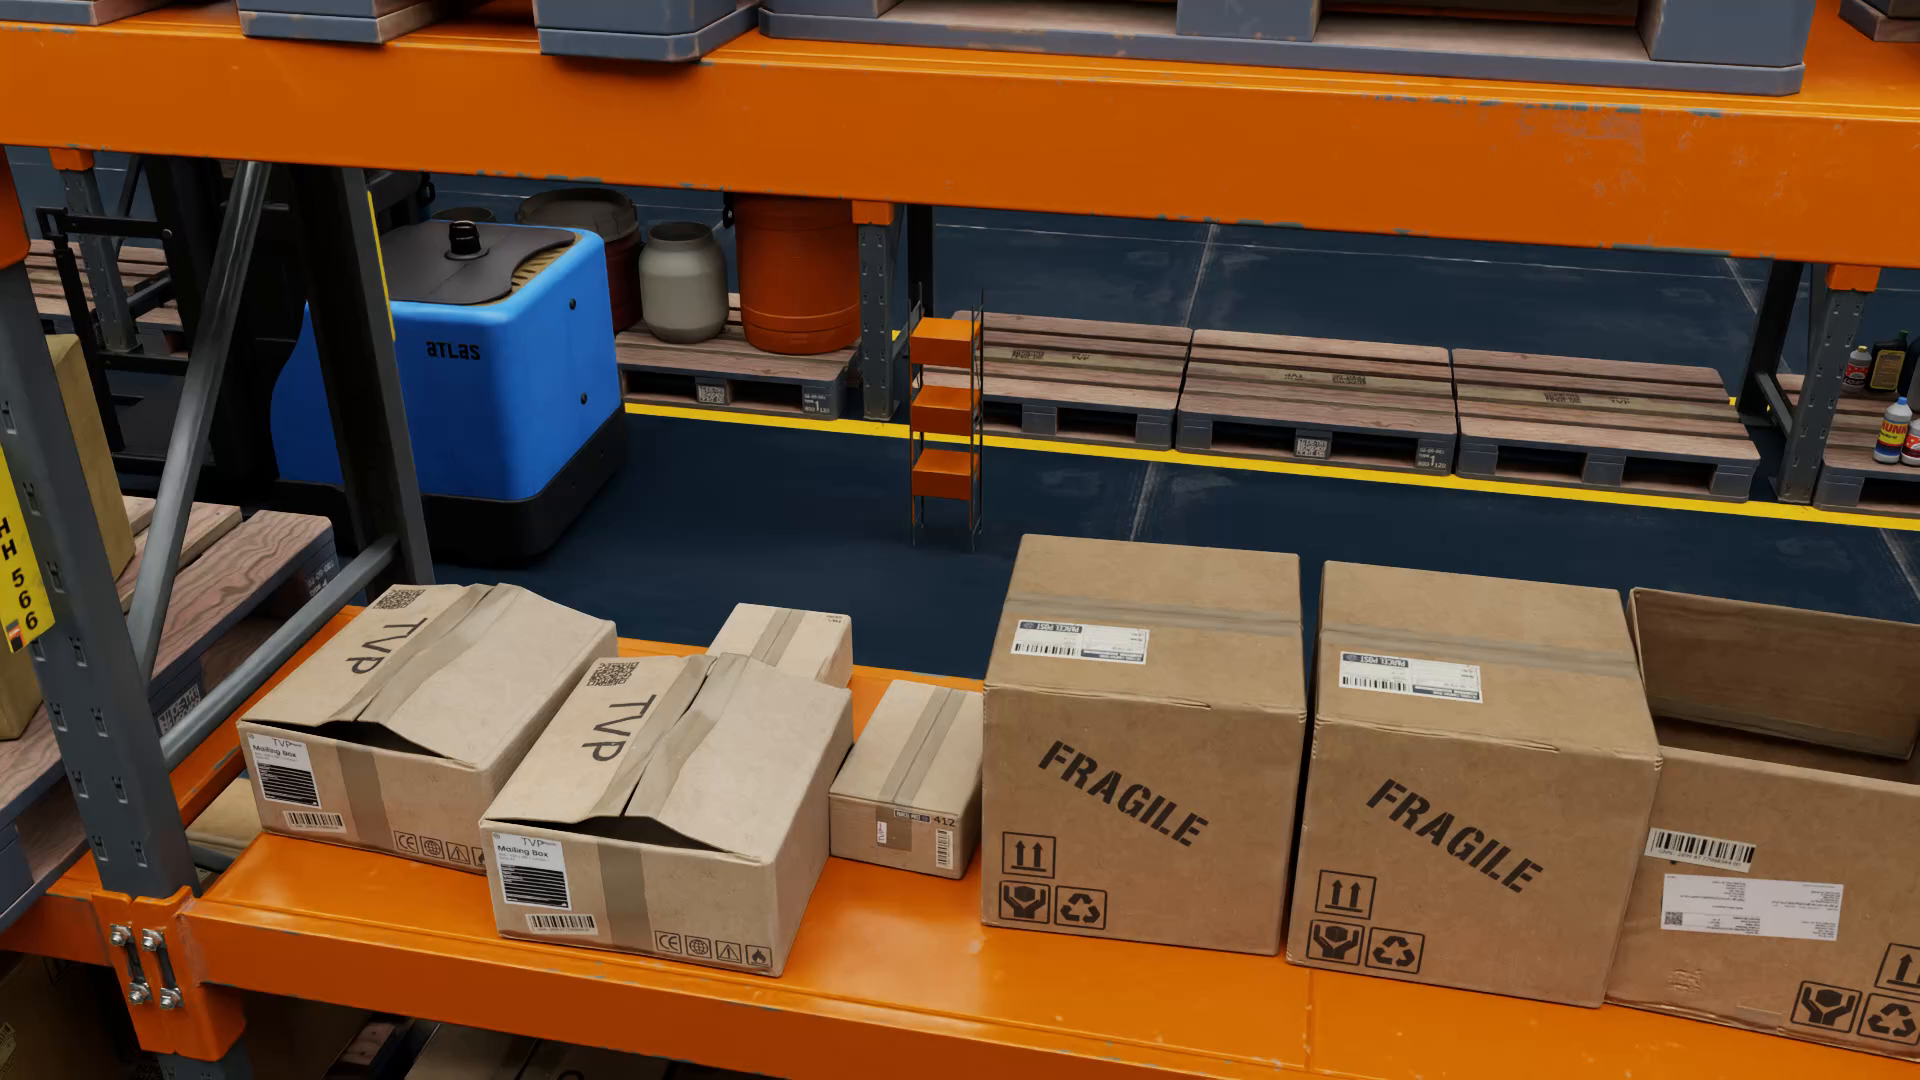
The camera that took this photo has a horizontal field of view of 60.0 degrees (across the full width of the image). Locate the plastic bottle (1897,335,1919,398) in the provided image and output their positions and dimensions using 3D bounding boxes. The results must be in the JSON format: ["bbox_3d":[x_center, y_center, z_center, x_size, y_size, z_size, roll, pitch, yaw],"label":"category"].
[{"bbox_3d":[4.316,-0.802,7.392,0.185,0.351,0.144,5,29,9],"label":"plastic bottle"}]

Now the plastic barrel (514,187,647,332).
[{"bbox_3d":[-1.872,-1.382,8.225,0.708,0.588,0.600,6,29,11],"label":"plastic barrel"}]

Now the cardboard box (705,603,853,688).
[{"bbox_3d":[-0.386,0.295,3.349,0.250,0.149,0.380,6,29,11],"label":"cardboard box"}]

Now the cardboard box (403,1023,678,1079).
[{"bbox_3d":[-0.873,1.191,3.293,0.500,0.311,0.500,7,29,12],"label":"cardboard box"}]

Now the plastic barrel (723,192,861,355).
[{"bbox_3d":[-0.768,-1.375,7.960,0.708,0.830,0.600,6,29,11],"label":"plastic barrel"}]

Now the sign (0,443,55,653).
[{"bbox_3d":[-1.428,0.007,2.490,0.005,0.325,0.100,6,29,11],"label":"sign"}]

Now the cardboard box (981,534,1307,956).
[{"bbox_3d":[0.321,0.341,2.899,0.500,0.500,0.500,4,29,8],"label":"cardboard box"}]

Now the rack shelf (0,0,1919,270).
[{"bbox_3d":[0.632,-0.575,2.302,4.000,0.370,1.077,6,29,11],"label":"rack shelf"}]

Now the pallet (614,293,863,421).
[{"bbox_3d":[-1.065,-0.938,8.243,1.213,0.211,1.003,6,29,11],"label":"pallet"}]

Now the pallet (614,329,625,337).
[{"bbox_3d":[-2.255,-1.061,8.468,1.213,0.211,1.003,6,29,11],"label":"pallet"}]

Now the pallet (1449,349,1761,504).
[{"bbox_3d":[2.850,-0.538,7.512,1.213,0.211,1.003,6,29,11],"label":"pallet"}]

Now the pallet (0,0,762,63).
[{"bbox_3d":[-0.641,-0.982,2.494,1.003,0.211,1.213,7,30,13],"label":"pallet"}]

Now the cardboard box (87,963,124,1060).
[{"bbox_3d":[-2.222,0.898,4.131,0.500,0.500,0.500,5,29,9],"label":"cardboard box"}]

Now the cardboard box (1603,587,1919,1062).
[{"bbox_3d":[1.325,0.444,2.711,0.500,0.500,0.500,8,30,14],"label":"cardboard box"}]

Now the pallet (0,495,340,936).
[{"bbox_3d":[-2.001,0.274,3.326,1.003,0.211,1.213,6,29,11],"label":"pallet"}]

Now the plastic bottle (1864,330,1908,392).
[{"bbox_3d":[4.166,-0.808,7.473,0.133,0.283,0.061,7,30,13],"label":"plastic bottle"}]

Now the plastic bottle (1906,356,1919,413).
[{"bbox_3d":[4.286,-0.734,7.268,0.185,0.351,0.144,6,29,11],"label":"plastic bottle"}]

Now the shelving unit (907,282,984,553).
[{"bbox_3d":[-0.052,-0.466,6.508,0.252,1.050,0.215,6,29,11],"label":"shelving unit"}]

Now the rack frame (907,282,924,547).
[{"bbox_3d":[-0.172,-0.478,6.530,0.008,1.050,0.200,6,29,11],"label":"rack frame"}]

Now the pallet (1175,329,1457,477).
[{"bbox_3d":[1.653,-0.659,7.734,1.213,0.211,1.003,6,29,11],"label":"pallet"}]

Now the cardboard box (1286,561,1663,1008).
[{"bbox_3d":[0.835,0.394,2.803,0.500,0.500,0.500,6,29,11],"label":"cardboard box"}]

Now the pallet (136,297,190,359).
[{"bbox_3d":[-3.452,-1.182,8.690,1.213,0.211,1.003,6,29,11],"label":"pallet"}]

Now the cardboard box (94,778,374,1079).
[{"bbox_3d":[-1.709,0.948,4.039,0.500,0.500,0.500,7,29,13],"label":"cardboard box"}]

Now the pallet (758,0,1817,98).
[{"bbox_3d":[0.453,-0.872,2.291,1.213,0.211,1.003,7,30,13],"label":"pallet"}]

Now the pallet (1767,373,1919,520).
[{"bbox_3d":[4.274,-0.390,7.243,1.213,0.211,1.003,6,29,11],"label":"pallet"}]

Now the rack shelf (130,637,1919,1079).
[{"bbox_3d":[0.632,0.741,3.023,4.000,0.370,1.077,6,29,11],"label":"rack shelf"}]

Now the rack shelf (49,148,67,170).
[{"bbox_3d":[-6.153,-2.387,8.736,4.000,0.370,1.077,6,29,11],"label":"rack shelf"}]

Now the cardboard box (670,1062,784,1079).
[{"bbox_3d":[-0.357,1.240,3.204,0.500,0.311,0.500,5,29,9],"label":"cardboard box"}]

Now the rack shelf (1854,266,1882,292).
[{"bbox_3d":[5.582,-1.184,6.538,4.000,0.370,1.077,6,29,11],"label":"rack shelf"}]

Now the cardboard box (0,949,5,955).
[{"bbox_3d":[-2.343,0.812,3.507,0.500,0.250,0.500,7,29,12],"label":"cardboard box"}]

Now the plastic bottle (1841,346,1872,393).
[{"bbox_3d":[4.046,-0.776,7.499,0.097,0.201,0.097,0,29,0],"label":"plastic bottle"}]

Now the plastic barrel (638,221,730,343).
[{"bbox_3d":[-1.338,-1.250,8.063,0.421,0.512,0.421,0,29,0],"label":"plastic barrel"}]

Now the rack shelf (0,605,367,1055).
[{"bbox_3d":[-3.280,0.340,3.755,4.000,0.370,1.077,6,29,11],"label":"rack shelf"}]

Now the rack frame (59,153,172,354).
[{"bbox_3d":[-4.197,-2.502,8.197,0.127,3.000,1.000,6,29,11],"label":"rack frame"}]

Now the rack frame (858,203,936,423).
[{"bbox_3d":[-0.286,-2.101,7.465,0.127,3.000,1.000,6,29,11],"label":"rack frame"}]

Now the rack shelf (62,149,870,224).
[{"bbox_3d":[-2.242,-1.986,8.004,4.000,0.370,1.077,6,29,11],"label":"rack shelf"}]

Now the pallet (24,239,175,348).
[{"bbox_3d":[-4.925,-1.335,8.968,1.213,0.211,1.003,6,29,11],"label":"pallet"}]

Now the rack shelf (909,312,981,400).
[{"bbox_3d":[-0.052,-0.706,6.377,0.240,0.259,0.215,6,29,11],"label":"rack shelf"}]

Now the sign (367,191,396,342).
[{"bbox_3d":[-1.211,-0.544,3.415,0.005,0.325,0.100,6,29,11],"label":"sign"}]

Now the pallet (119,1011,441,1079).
[{"bbox_3d":[-2.046,1.355,4.055,1.213,0.211,1.003,6,29,11],"label":"pallet"}]

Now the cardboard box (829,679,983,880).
[{"bbox_3d":[-0.065,0.436,3.091,0.250,0.149,0.380,8,30,14],"label":"cardboard box"}]

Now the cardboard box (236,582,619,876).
[{"bbox_3d":[-0.977,0.321,3.134,0.500,0.311,0.500,8,30,14],"label":"cardboard box"}]

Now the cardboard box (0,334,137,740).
[{"bbox_3d":[-1.963,-0.014,3.110,0.500,0.500,0.700,-4,29,-6],"label":"cardboard box"}]

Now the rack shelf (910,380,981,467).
[{"bbox_3d":[-0.052,-0.457,6.513,0.240,0.259,0.215,6,29,11],"label":"rack shelf"}]

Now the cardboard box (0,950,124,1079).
[{"bbox_3d":[-2.287,1.144,3.681,0.500,0.500,0.500,7,29,13],"label":"cardboard box"}]

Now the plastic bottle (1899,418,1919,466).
[{"bbox_3d":[3.946,-0.418,6.845,0.097,0.201,0.097,0,29,0],"label":"plastic bottle"}]

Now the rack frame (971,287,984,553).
[{"bbox_3d":[0.067,-0.454,6.485,0.008,1.050,0.200,6,29,11],"label":"rack frame"}]

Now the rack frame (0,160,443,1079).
[{"bbox_3d":[-1.324,0.225,3.216,0.127,3.000,1.000,6,29,11],"label":"rack frame"}]

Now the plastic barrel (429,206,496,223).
[{"bbox_3d":[-2.443,-1.363,8.270,0.421,0.512,0.421,0,29,0],"label":"plastic barrel"}]

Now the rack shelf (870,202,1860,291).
[{"bbox_3d":[1.670,-1.585,7.271,4.000,0.370,1.077,6,29,11],"label":"rack shelf"}]

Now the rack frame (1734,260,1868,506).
[{"bbox_3d":[3.626,-1.700,6.732,0.127,3.000,1.000,6,29,11],"label":"rack frame"}]

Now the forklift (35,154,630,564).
[{"bbox_3d":[-3.018,-1.537,6.505,3.031,2.935,1.130,5,29,10],"label":"forklift"}]

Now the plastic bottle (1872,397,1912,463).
[{"bbox_3d":[3.846,-0.459,6.847,0.097,0.271,0.097,0,29,0],"label":"plastic bottle"}]

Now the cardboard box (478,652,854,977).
[{"bbox_3d":[-0.489,0.444,2.908,0.500,0.311,0.500,6,29,10],"label":"cardboard box"}]

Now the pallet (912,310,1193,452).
[{"bbox_3d":[0.464,-0.782,7.959,1.213,0.211,1.003,6,29,11],"label":"pallet"}]

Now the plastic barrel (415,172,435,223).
[{"bbox_3d":[-2.976,-1.633,8.356,0.708,0.901,0.600,6,29,11],"label":"plastic barrel"}]

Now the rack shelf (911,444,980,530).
[{"bbox_3d":[-0.052,-0.213,6.646,0.240,0.259,0.215,6,29,11],"label":"rack shelf"}]
